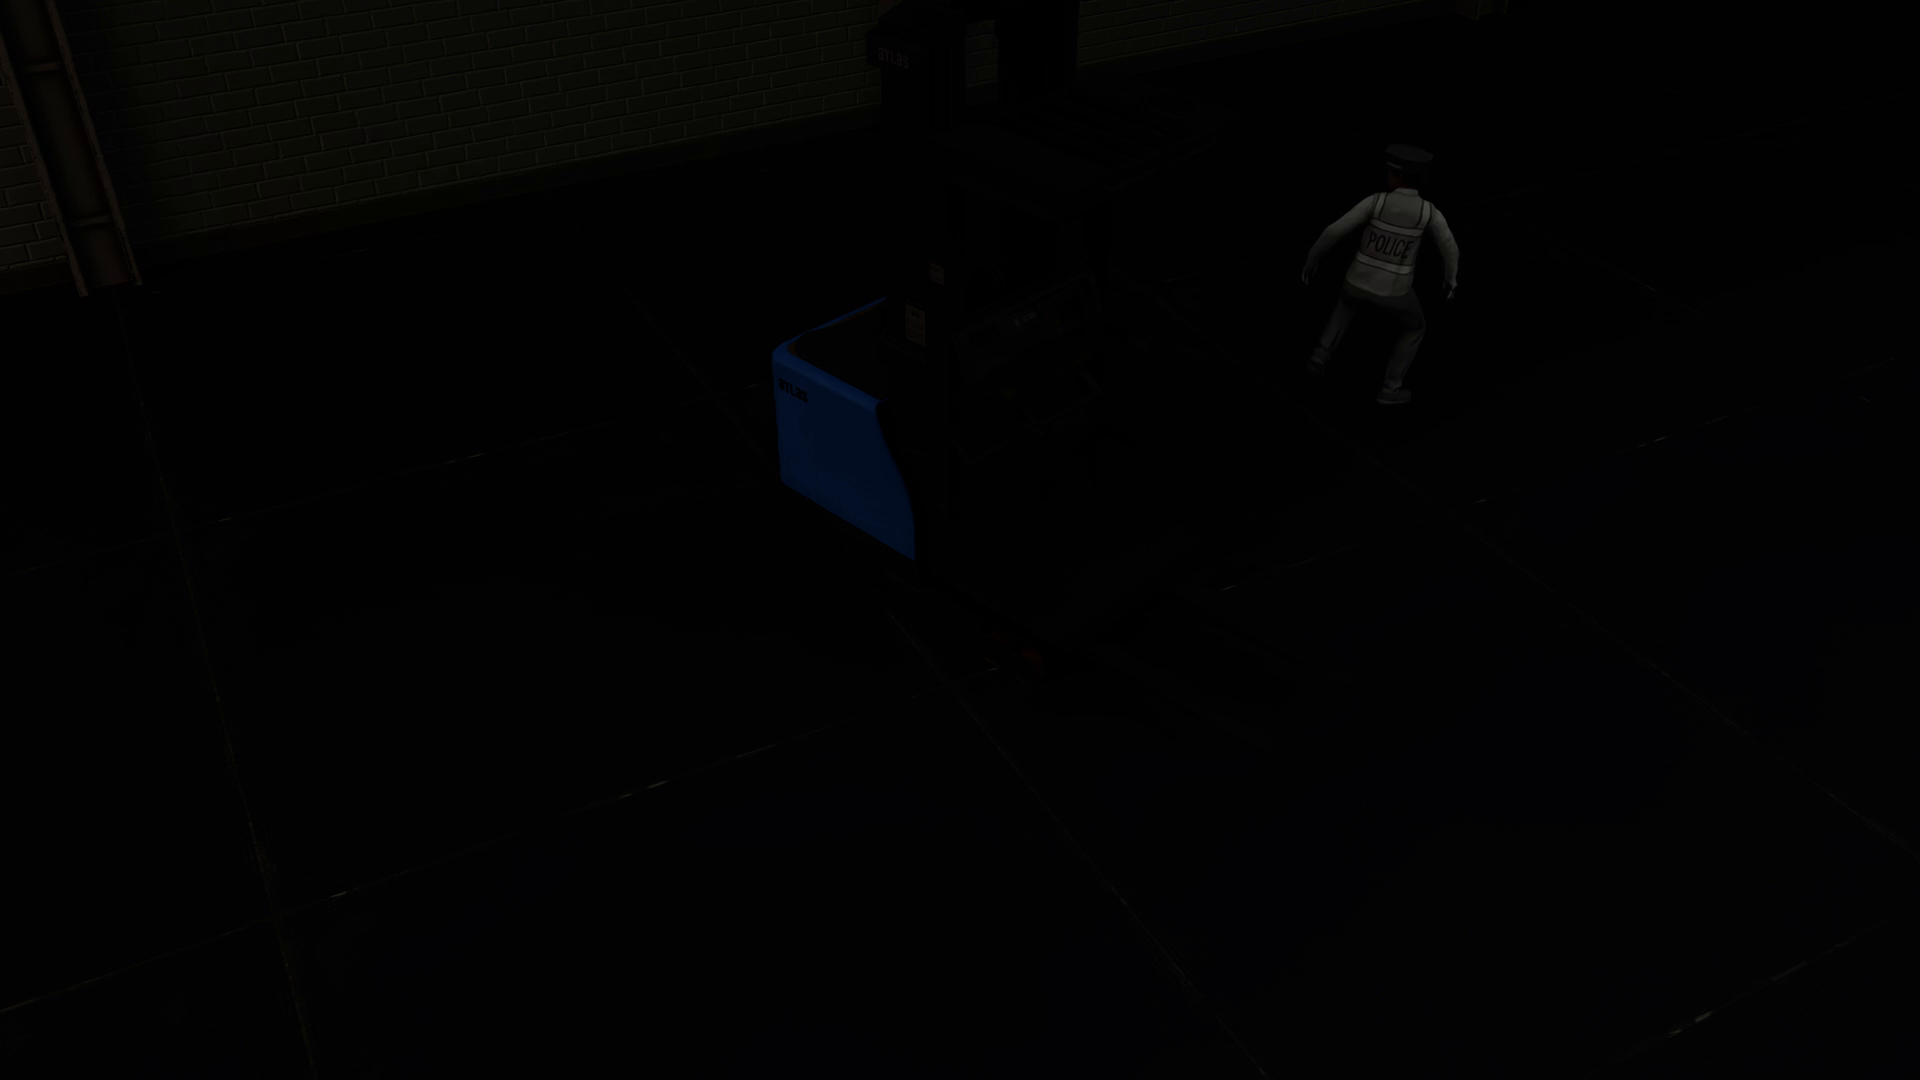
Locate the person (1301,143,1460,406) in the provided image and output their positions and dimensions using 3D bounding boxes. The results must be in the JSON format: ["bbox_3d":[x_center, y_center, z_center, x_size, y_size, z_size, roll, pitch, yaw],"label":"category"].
[{"bbox_3d":[2.386,-1.493,9.455,0.804,1.561,0.514,17,38,22],"label":"person"}]

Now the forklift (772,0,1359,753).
[{"bbox_3d":[0.463,-0.868,7.351,3.031,2.935,1.130,29,45,35],"label":"forklift"}]
